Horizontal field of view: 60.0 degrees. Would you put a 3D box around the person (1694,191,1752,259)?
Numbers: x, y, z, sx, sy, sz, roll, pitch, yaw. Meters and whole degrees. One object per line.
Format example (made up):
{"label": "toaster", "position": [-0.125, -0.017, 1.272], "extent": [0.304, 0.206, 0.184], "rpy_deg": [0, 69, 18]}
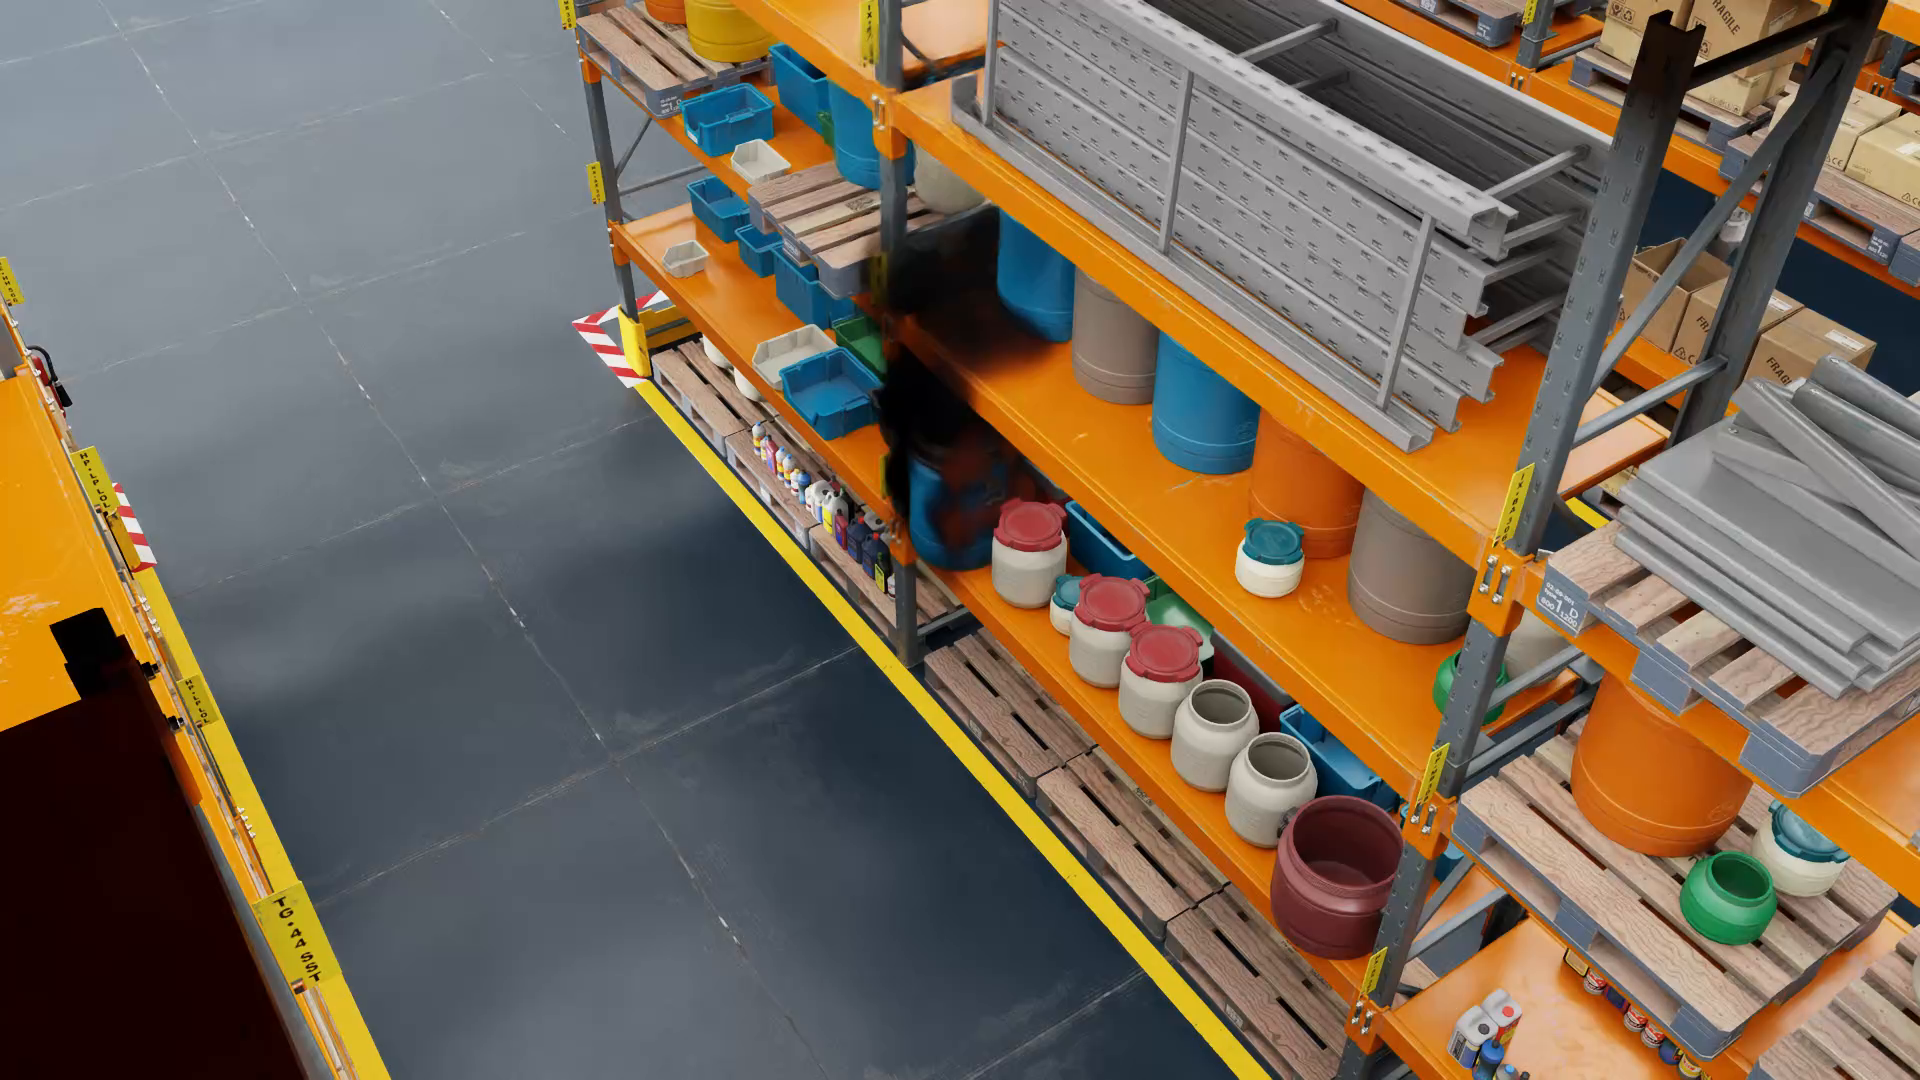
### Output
{"label": "person", "position": [6.101, -2.414, 13.164], "extent": [0.593, 1.669, 0.670], "rpy_deg": [-24, 48, -24]}
